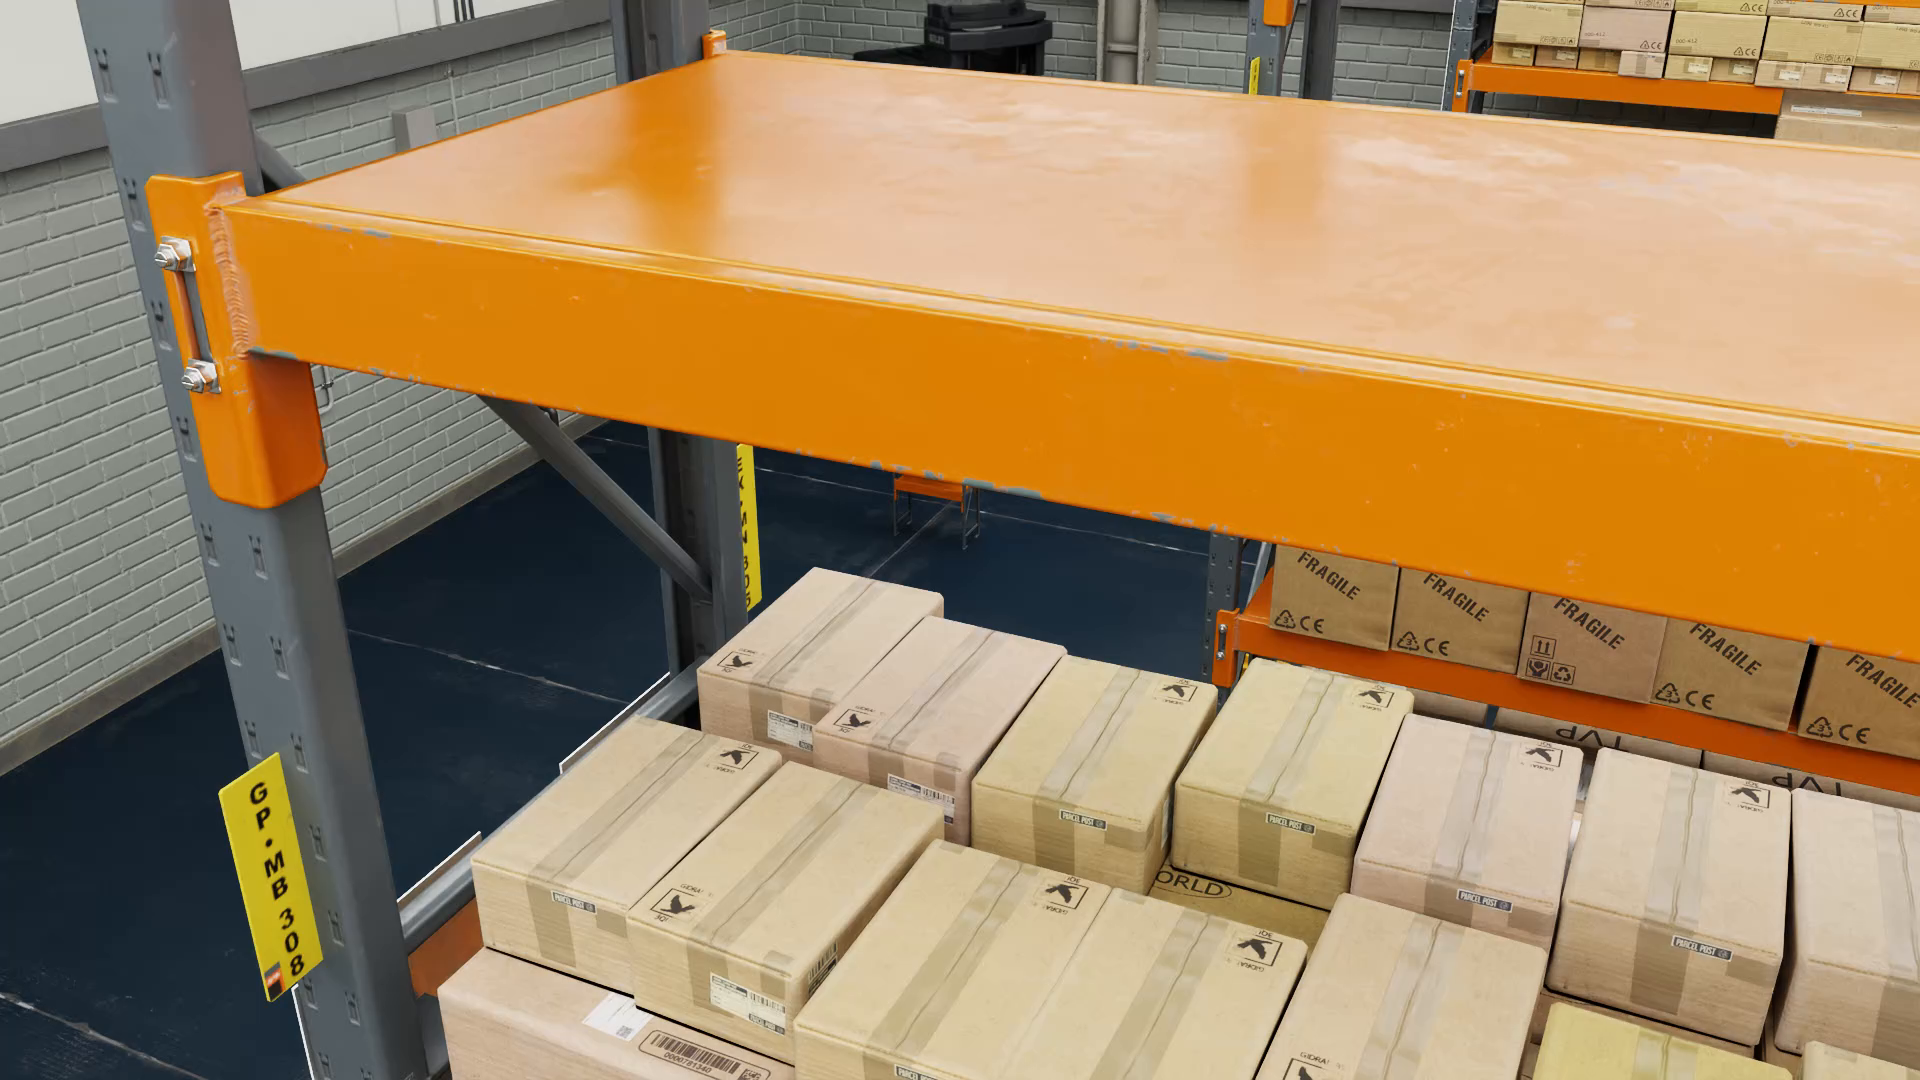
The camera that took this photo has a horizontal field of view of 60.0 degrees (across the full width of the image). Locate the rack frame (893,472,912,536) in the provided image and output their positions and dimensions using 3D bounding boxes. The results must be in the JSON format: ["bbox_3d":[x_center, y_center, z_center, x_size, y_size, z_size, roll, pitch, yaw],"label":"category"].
[{"bbox_3d":[-0.373,-0.613,10.637,0.015,1.200,0.240,11,28,22],"label":"rack frame"}]

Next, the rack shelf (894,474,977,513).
[{"bbox_3d":[-0.151,-0.330,10.664,0.480,0.148,0.258,11,28,22],"label":"rack shelf"}]

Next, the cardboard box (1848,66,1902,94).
[{"bbox_3d":[5.412,-2.757,9.842,0.250,0.149,0.380,12,29,22],"label":"cardboard box"}]

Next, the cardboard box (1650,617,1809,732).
[{"bbox_3d":[3.025,0.363,6.504,0.500,0.500,0.500,12,29,24],"label":"cardboard box"}]

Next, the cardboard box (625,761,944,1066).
[{"bbox_3d":[-0.215,0.470,2.156,0.250,0.149,0.380,13,29,24],"label":"cardboard box"}]

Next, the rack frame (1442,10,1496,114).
[{"bbox_3d":[3.368,-2.058,11.535,0.127,3.000,1.000,11,28,22],"label":"rack frame"}]

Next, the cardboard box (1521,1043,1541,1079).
[{"bbox_3d":[0.582,0.821,1.894,0.500,0.250,0.500,12,29,22],"label":"cardboard box"}]

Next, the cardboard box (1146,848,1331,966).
[{"bbox_3d":[0.350,0.519,2.508,0.500,0.250,0.500,11,28,20],"label":"cardboard box"}]

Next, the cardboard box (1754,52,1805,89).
[{"bbox_3d":[4.917,-2.820,9.971,0.250,0.149,0.380,11,28,22],"label":"cardboard box"}]

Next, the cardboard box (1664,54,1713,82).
[{"bbox_3d":[4.464,-2.917,10.166,0.250,0.149,0.380,11,28,22],"label":"cardboard box"}]

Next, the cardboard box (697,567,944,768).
[{"bbox_3d":[-0.216,0.208,2.688,0.250,0.149,0.380,11,28,21],"label":"cardboard box"}]

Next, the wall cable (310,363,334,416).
[{"bbox_3d":[-3.826,-1.553,9.323,0.123,1.953,0.585,11,28,22],"label":"wall cable"}]

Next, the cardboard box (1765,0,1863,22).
[{"bbox_3d":[5.054,-3.236,9.799,0.500,0.250,0.500,12,29,23],"label":"cardboard box"}]

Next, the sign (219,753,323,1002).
[{"bbox_3d":[-0.865,0.427,2.101,0.005,0.325,0.100,11,28,22],"label":"sign"}]

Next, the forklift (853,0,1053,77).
[{"bbox_3d":[-0.121,-2.739,12.996,1.130,2.935,3.031,-17,31,-31],"label":"forklift"}]

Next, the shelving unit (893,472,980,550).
[{"bbox_3d":[-0.151,-0.569,10.546,0.503,1.200,0.258,11,28,22],"label":"shelving unit"}]

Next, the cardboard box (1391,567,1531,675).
[{"bbox_3d":[2.107,0.178,6.880,0.500,0.500,0.500,11,28,21],"label":"cardboard box"}]

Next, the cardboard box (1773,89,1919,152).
[{"bbox_3d":[3.090,-1.257,5.809,0.500,0.500,0.500,12,29,23],"label":"cardboard box"}]

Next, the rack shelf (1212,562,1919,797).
[{"bbox_3d":[3.137,0.627,6.896,4.000,0.370,1.077,11,28,22],"label":"rack shelf"}]

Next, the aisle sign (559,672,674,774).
[{"bbox_3d":[-0.583,0.647,3.097,0.004,0.787,0.394,11,28,22],"label":"aisle sign"}]

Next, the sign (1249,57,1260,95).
[{"bbox_3d":[1.082,-1.613,6.156,0.005,0.325,0.100,11,28,22],"label":"sign"}]

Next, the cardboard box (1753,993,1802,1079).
[{"bbox_3d":[1.270,0.711,2.118,0.500,0.250,0.500,10,28,20],"label":"cardboard box"}]

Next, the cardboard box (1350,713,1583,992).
[{"bbox_3d":[0.693,0.414,2.269,0.250,0.149,0.380,11,28,21],"label":"cardboard box"}]

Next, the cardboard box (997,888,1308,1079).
[{"bbox_3d":[0.223,0.594,1.905,0.250,0.149,0.380,12,29,23],"label":"cardboard box"}]

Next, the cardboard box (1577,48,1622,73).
[{"bbox_3d":[4.038,-3.048,10.434,0.250,0.149,0.380,11,28,22],"label":"cardboard box"}]

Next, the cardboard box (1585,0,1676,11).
[{"bbox_3d":[4.123,-3.412,10.155,0.500,0.250,0.500,11,28,21],"label":"cardboard box"}]

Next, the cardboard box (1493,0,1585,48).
[{"bbox_3d":[3.659,-3.279,10.452,0.500,0.250,0.500,11,28,21],"label":"cardboard box"}]

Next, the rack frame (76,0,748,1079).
[{"bbox_3d":[-0.640,-0.744,2.074,0.127,3.000,1.000,11,28,22],"label":"rack frame"}]

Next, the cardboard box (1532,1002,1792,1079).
[{"bbox_3d":[0.702,0.685,1.720,0.250,0.149,0.380,12,29,23],"label":"cardboard box"}]

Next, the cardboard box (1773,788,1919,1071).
[{"bbox_3d":[1.176,0.498,2.099,0.250,0.149,0.380,11,28,20],"label":"cardboard box"}]

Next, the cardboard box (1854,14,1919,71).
[{"bbox_3d":[5.527,-2.916,9.713,0.500,0.250,0.500,12,29,23],"label":"cardboard box"}]

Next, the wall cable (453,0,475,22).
[{"bbox_3d":[-2.477,-5.112,10.903,0.133,3.039,2.988,11,28,22],"label":"wall cable"}]

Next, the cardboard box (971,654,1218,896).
[{"bbox_3d":[0.202,0.339,2.422,0.250,0.149,0.380,10,28,20],"label":"cardboard box"}]

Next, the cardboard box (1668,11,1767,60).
[{"bbox_3d":[4.591,-3.096,10.080,0.500,0.250,0.500,10,28,20],"label":"cardboard box"}]

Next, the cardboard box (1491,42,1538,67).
[{"bbox_3d":[3.562,-3.140,10.619,0.250,0.149,0.380,12,29,23],"label":"cardboard box"}]

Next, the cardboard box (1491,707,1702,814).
[{"bbox_3d":[2.796,1.144,7.456,0.875,0.438,0.875,12,29,23],"label":"cardboard box"}]

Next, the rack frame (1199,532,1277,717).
[{"bbox_3d":[1.317,-0.062,7.480,0.127,3.000,1.000,11,28,22],"label":"rack frame"}]

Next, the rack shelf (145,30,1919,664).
[{"bbox_3d":[1.180,-0.055,1.491,4.000,0.370,1.077,11,28,22],"label":"rack shelf"}]

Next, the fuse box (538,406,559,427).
[{"bbox_3d":[-2.824,-1.323,11.501,0.414,1.711,0.539,11,28,22],"label":"fuse box"}]
